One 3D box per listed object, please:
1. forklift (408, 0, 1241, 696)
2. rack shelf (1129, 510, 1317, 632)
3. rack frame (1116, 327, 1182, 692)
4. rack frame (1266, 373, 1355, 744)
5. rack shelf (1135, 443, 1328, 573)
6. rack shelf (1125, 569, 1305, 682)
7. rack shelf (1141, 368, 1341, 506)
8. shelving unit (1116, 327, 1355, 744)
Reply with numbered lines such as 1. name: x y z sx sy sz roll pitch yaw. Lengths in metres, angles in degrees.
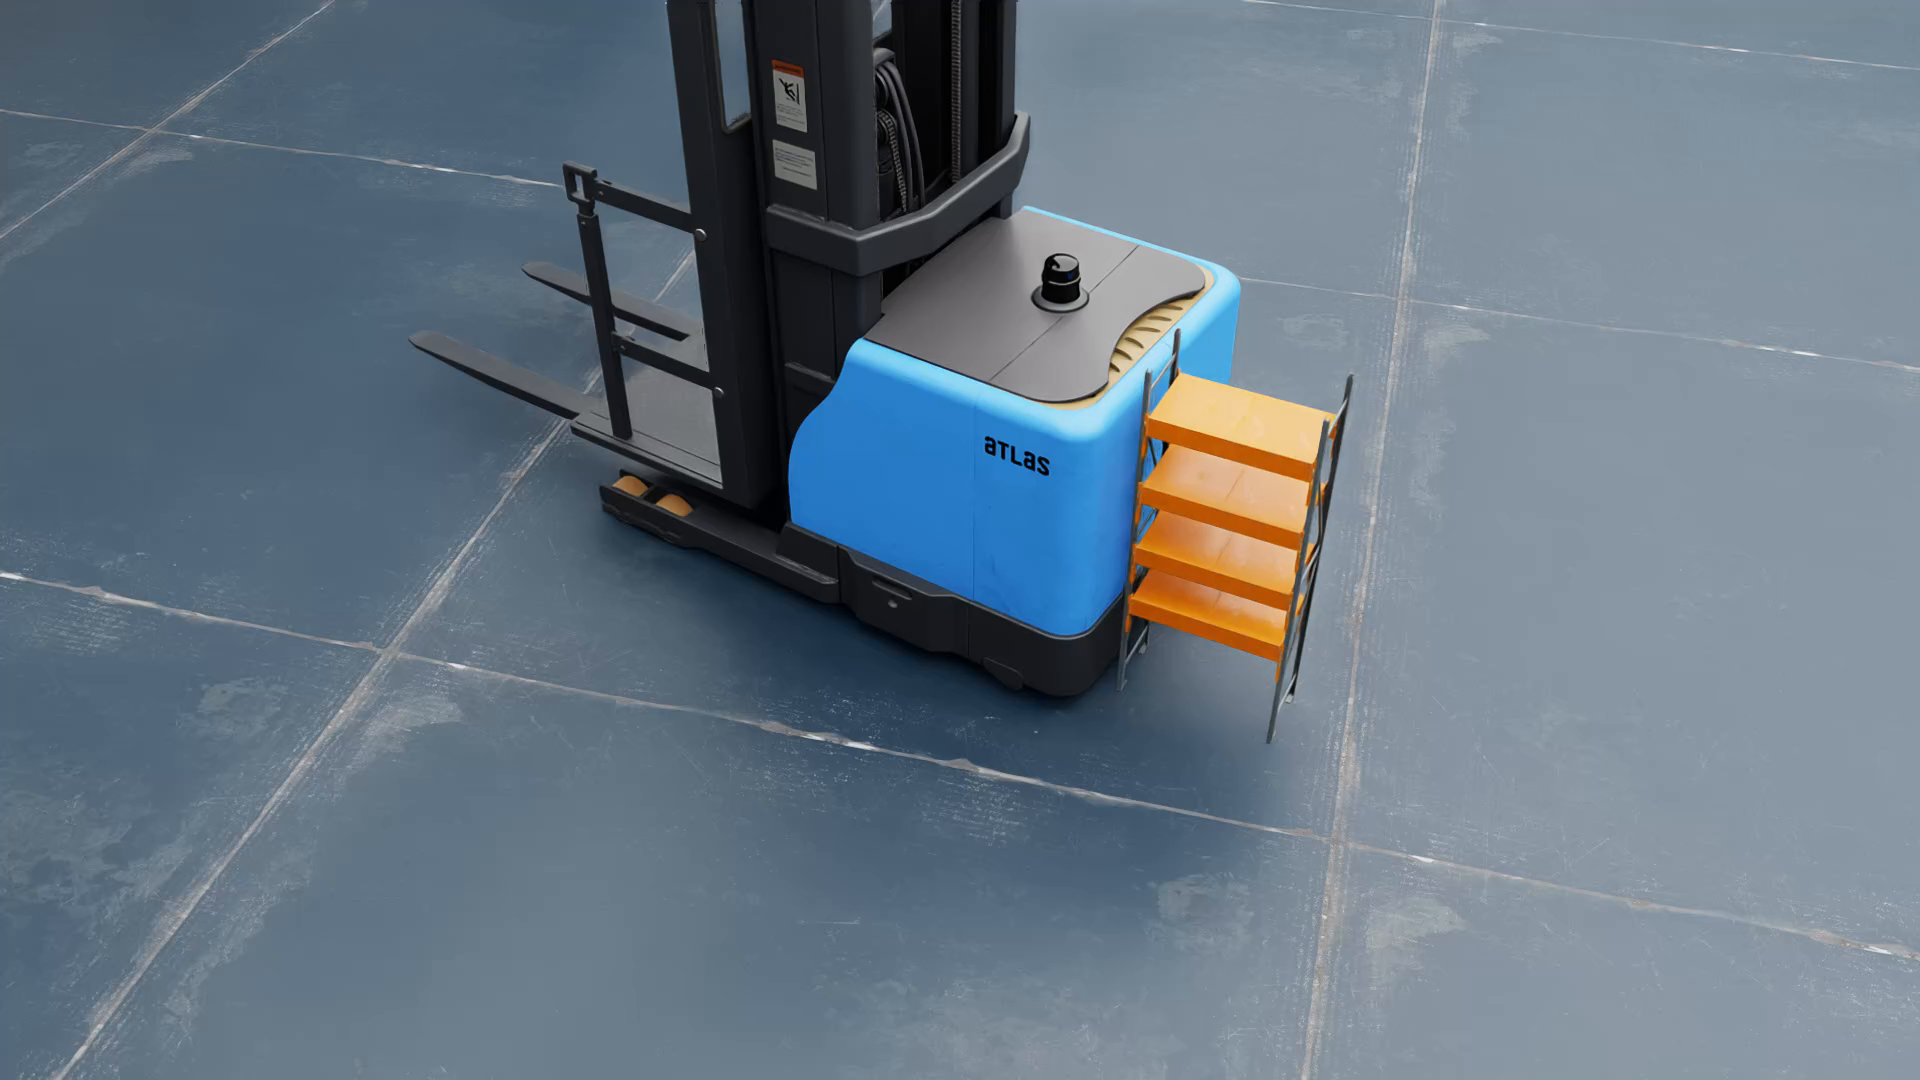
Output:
1. forklift: -0.646 -1.374 5.106 3.031 2.935 1.130 22 45 24
2. rack shelf: 0.767 0.066 4.841 0.480 0.148 0.258 18 43 20
3. rack frame: 0.549 -0.056 4.881 0.015 1.200 0.240 18 43 20
4. rack frame: 0.986 0.085 4.716 0.015 1.200 0.240 18 43 20
5. rack shelf: 0.768 -0.105 4.697 0.480 0.148 0.258 18 43 20
6. rack shelf: 0.767 0.218 4.969 0.480 0.148 0.258 18 43 20
7. rack shelf: 0.769 -0.286 4.545 0.480 0.148 0.258 18 43 20
8. shelving unit: 0.768 0.015 4.798 0.503 1.200 0.258 18 43 20
